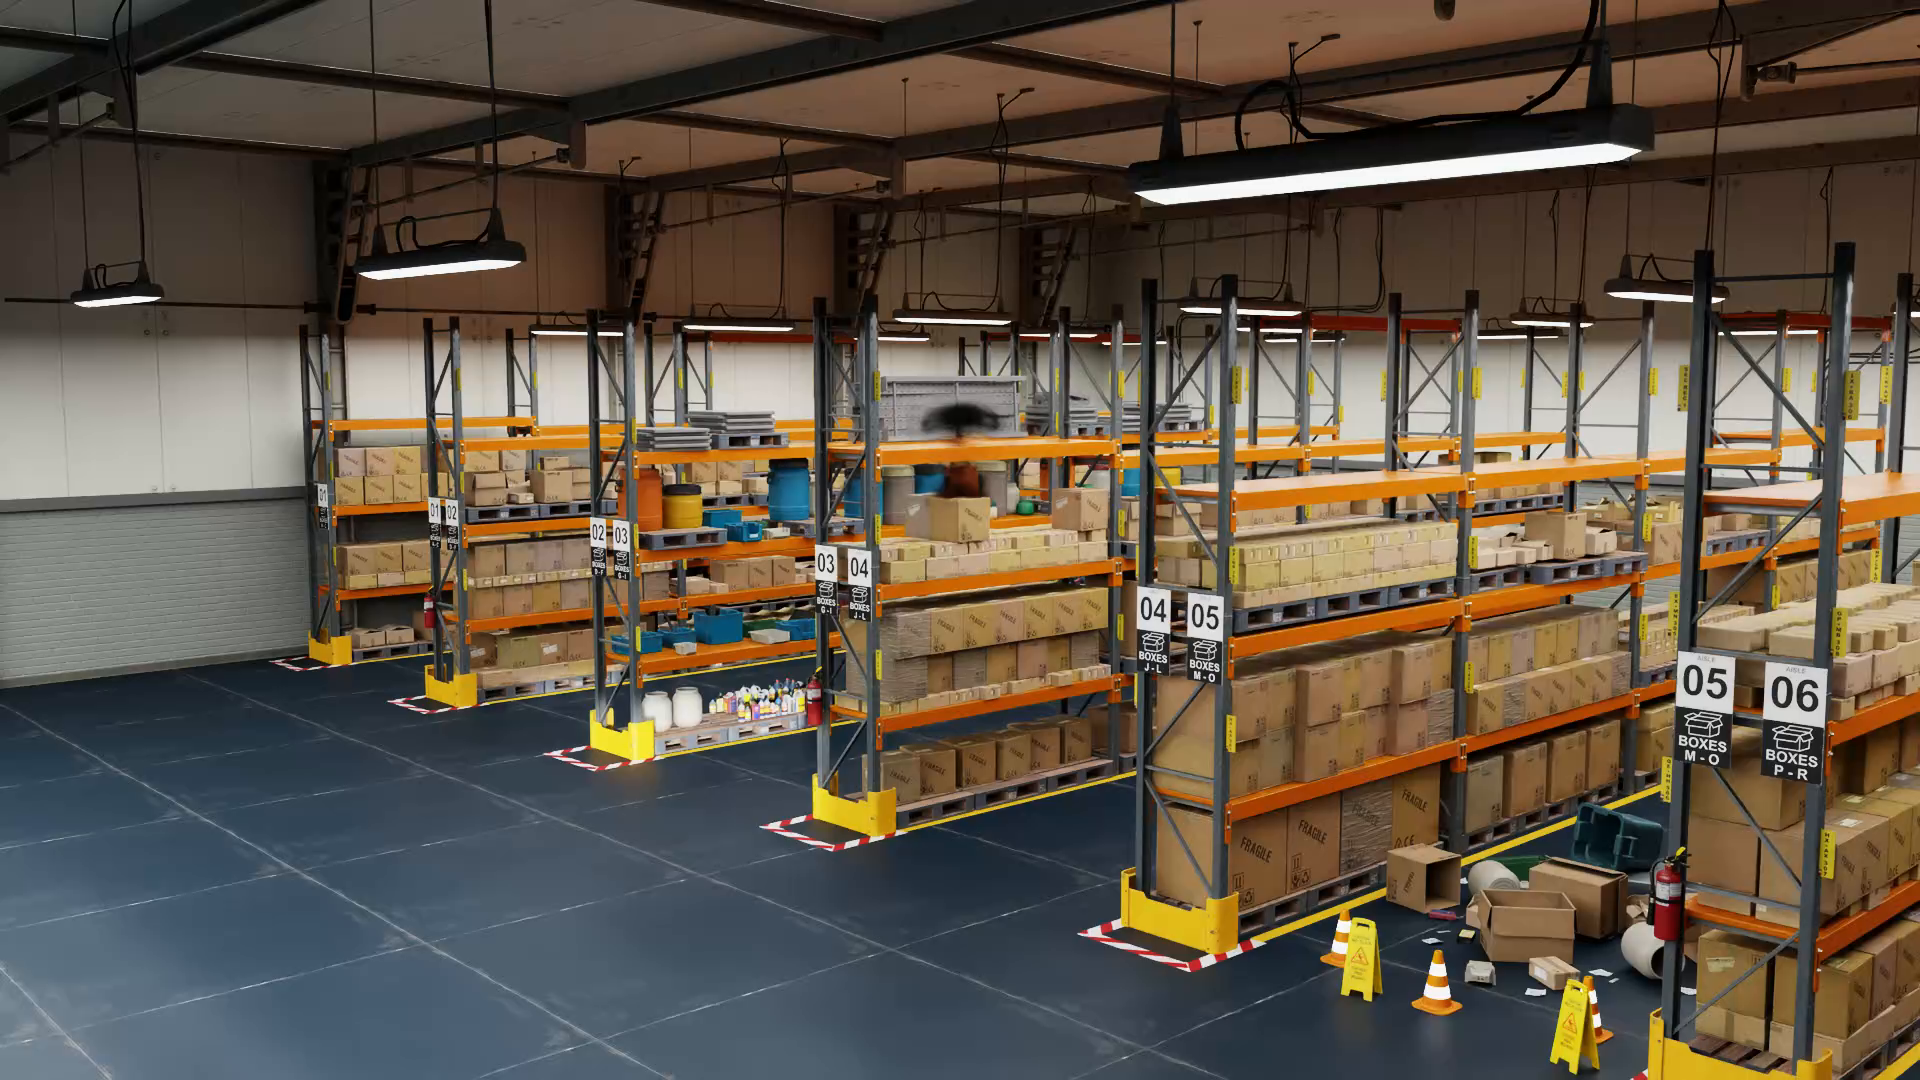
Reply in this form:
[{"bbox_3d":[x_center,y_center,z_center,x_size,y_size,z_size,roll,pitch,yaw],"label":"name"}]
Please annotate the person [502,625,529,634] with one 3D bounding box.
[{"bbox_3d":[-7.694,1.407,29.005,0.572,1.689,0.687,4,7,37],"label":"person"}]
